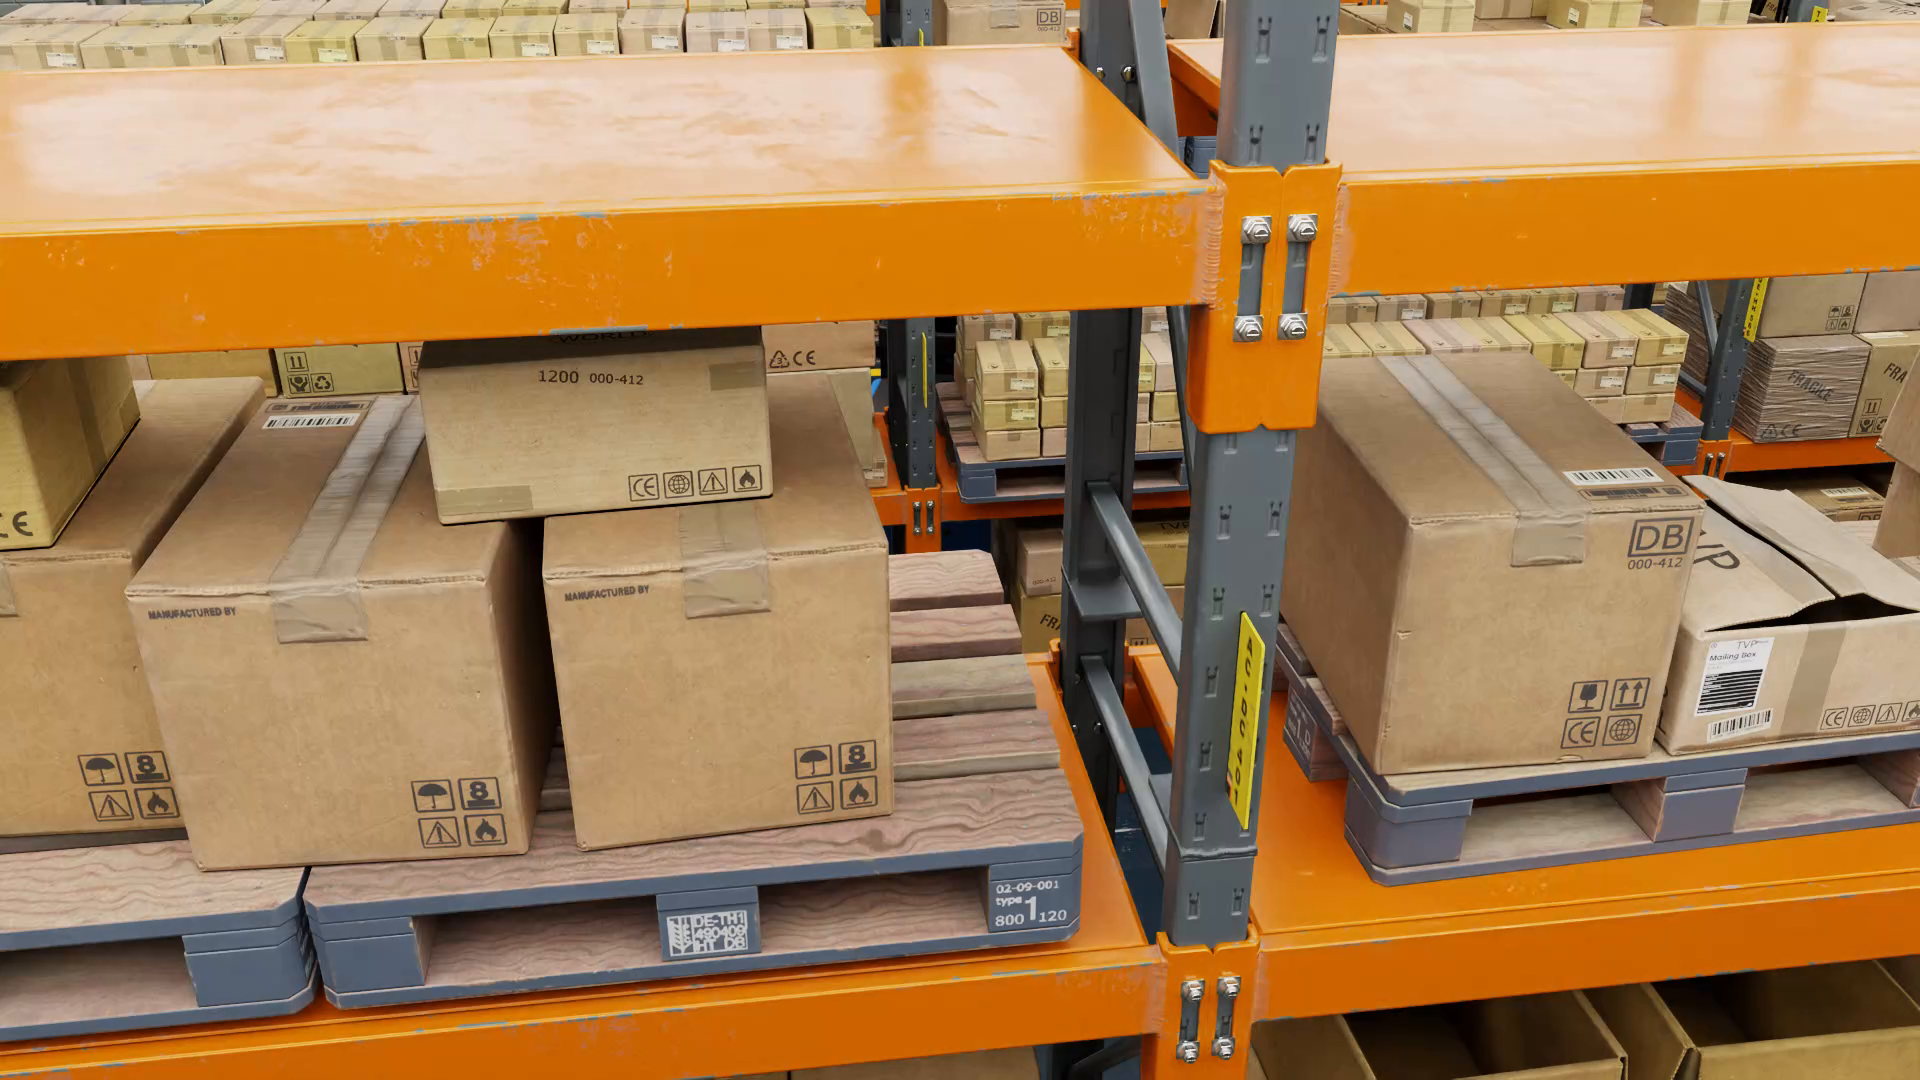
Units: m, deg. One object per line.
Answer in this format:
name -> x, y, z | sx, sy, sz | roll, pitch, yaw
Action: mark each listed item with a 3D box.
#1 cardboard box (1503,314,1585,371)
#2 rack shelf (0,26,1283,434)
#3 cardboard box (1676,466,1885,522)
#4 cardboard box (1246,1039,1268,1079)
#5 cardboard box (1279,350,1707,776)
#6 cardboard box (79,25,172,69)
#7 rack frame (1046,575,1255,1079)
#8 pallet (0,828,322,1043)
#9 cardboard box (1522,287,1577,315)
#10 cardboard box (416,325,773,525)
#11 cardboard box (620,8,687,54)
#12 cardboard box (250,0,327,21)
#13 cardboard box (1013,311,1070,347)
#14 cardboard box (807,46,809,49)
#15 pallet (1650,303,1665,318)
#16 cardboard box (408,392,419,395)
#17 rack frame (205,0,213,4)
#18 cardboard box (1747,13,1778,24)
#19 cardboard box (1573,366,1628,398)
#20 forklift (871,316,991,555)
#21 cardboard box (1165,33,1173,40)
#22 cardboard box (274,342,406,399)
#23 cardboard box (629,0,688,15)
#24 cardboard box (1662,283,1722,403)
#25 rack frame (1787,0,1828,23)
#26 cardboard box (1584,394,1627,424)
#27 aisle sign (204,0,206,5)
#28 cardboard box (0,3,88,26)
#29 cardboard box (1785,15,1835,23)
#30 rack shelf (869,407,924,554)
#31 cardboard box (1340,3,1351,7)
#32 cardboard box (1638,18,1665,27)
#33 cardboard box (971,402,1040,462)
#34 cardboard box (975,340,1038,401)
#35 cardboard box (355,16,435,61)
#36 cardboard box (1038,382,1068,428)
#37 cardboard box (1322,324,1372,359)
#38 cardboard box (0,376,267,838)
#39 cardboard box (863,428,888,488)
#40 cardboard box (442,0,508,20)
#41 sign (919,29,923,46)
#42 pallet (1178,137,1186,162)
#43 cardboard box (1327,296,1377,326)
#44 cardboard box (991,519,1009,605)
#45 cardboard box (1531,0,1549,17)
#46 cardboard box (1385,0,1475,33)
cardboard box -> 2.788, -0.950, 7.980 | 0.250, 0.149, 0.380 | -3, 27, -6
rack shelf -> -1.633, -0.421, 2.440 | 4.000, 0.370, 1.077 | -4, 27, -7
cardboard box -> 4.333, -0.064, 9.094 | 0.750, 0.750, 1.050 | -4, 27, -8
cardboard box -> 0.773, 1.425, 4.078 | 0.500, 0.500, 0.500 | -4, 27, -7
cardboard box -> 0.921, 0.015, 3.079 | 0.500, 0.500, 0.700 | -3, 27, -6
cardboard box -> -3.318, -1.949, 6.658 | 0.250, 0.149, 0.380 | -4, 27, -7
rack frame -> 0.348, 1.623, 3.802 | 0.127, 3.000, 1.000 | -4, 27, -7
pallet -> -1.669, 0.451, 2.897 | 1.213, 0.211, 1.003 | -4, 27, -7
cardboard box -> 2.967, -1.260, 8.584 | 0.250, 0.149, 0.380 | -4, 27, -9
cardboard box -> -0.584, -0.265, 2.694 | 0.500, 0.250, 0.500 | -5, 28, -10
cardboard box -> -1.288, -2.131, 7.011 | 0.250, 0.149, 0.380 | -3, 27, -5
cardboard box -> -2.898, -2.236, 7.216 | 0.250, 0.149, 0.380 | -4, 27, -8
cardboard box -> 0.393, -1.097, 8.266 | 0.250, 0.149, 0.380 | -4, 28, -9
cardboard box -> -0.665, -1.972, 7.139 | 0.500, 0.250, 0.500 | -5, 28, -10
pallet -> 6.118, -2.075, 14.064 | 1.213, 0.211, 1.003 | -4, 27, -7
cardboard box -> -2.204, -0.558, 7.617 | 0.500, 0.500, 0.500 | -4, 27, -8
rack frame -> -4.994, -2.603, 12.037 | 0.127, 3.000, 1.000 | -4, 27, -7
cardboard box -> 6.374, -4.148, 13.443 | 0.250, 0.149, 0.380 | -4, 27, -7
cardboard box -> 3.028, -0.833, 8.077 | 0.250, 0.149, 0.380 | -3, 27, -5
forklift -> 0.095, -1.586, 10.130 | 1.130, 2.935, 3.031 | 4, 27, 8
cardboard box -> 1.401, -3.618, 12.812 | 0.500, 0.500, 0.500 | -3, 27, -6
cardboard box -> -2.706, -0.960, 7.304 | 0.500, 0.500, 0.500 | -4, 27, -8
cardboard box -> -1.344, -2.345, 7.429 | 0.250, 0.149, 0.380 | -4, 27, -9
cardboard box -> 4.126, -1.075, 8.950 | 0.500, 0.500, 0.500 | -4, 27, -7
rack frame -> 3.718, -3.550, 7.311 | 0.127, 3.000, 1.000 | -4, 27, -7
cardboard box -> 3.047, -0.701, 8.146 | 0.250, 0.149, 0.380 | -4, 27, -7
aisle sign -> -5.025, -3.624, 11.179 | 0.004, 0.787, 0.394 | -4, 27, -7
cardboard box -> -3.916, -2.193, 7.133 | 0.250, 0.149, 0.380 | -4, 27, -8
cardboard box -> 4.280, -2.480, 8.198 | 0.250, 0.166, 0.380 | -4, 27, -7
rack shelf -> -2.224, -0.179, 8.101 | 4.000, 0.370, 1.077 | -4, 27, -7
cardboard box -> 3.723, -5.485, 17.272 | 0.500, 0.250, 0.500 | -4, 27, -8
cardboard box -> 3.188, -2.108, 7.678 | 0.500, 0.500, 0.500 | -4, 27, -7
cardboard box -> 0.211, -0.518, 7.790 | 0.250, 0.149, 0.380 | -5, 28, -10
cardboard box -> 0.211, -0.783, 7.654 | 0.250, 0.149, 0.380 | -2, 27, -4
cardboard box -> -2.310, -2.042, 6.839 | 0.250, 0.149, 0.380 | -3, 27, -5
cardboard box -> 0.467, -0.668, 7.755 | 0.250, 0.149, 0.380 | -4, 27, -8
cardboard box -> 1.758, -0.884, 7.851 | 0.250, 0.149, 0.380 | -3, 27, -6
cardboard box -> -1.489, 0.090, 2.823 | 0.500, 0.500, 0.700 | -2, 27, -5
cardboard box -> -0.493, -0.390, 8.000 | 0.250, 0.149, 0.380 | -4, 27, -8
cardboard box -> -2.131, -2.300, 7.341 | 0.250, 0.149, 0.380 | -4, 28, -9
sign -> -0.160, -1.946, 6.905 | 0.005, 0.325, 0.100 | -4, 27, -7
pallet -> 0.383, -1.868, 7.525 | 1.003, 0.211, 1.213 | -4, 27, -7
cardboard box -> 1.932, -1.194, 8.455 | 0.250, 0.149, 0.380 | -3, 27, -6
cardboard box -> 0.455, 0.138, 8.973 | 0.500, 0.500, 0.500 | -4, 27, -8
cardboard box -> 2.768, -2.666, 7.927 | 0.258, 0.266, 0.396 | -4, 27, -7
cardboard box -> 2.083, -2.366, 7.341 | 0.258, 0.266, 0.396 | -4, 27, -7
